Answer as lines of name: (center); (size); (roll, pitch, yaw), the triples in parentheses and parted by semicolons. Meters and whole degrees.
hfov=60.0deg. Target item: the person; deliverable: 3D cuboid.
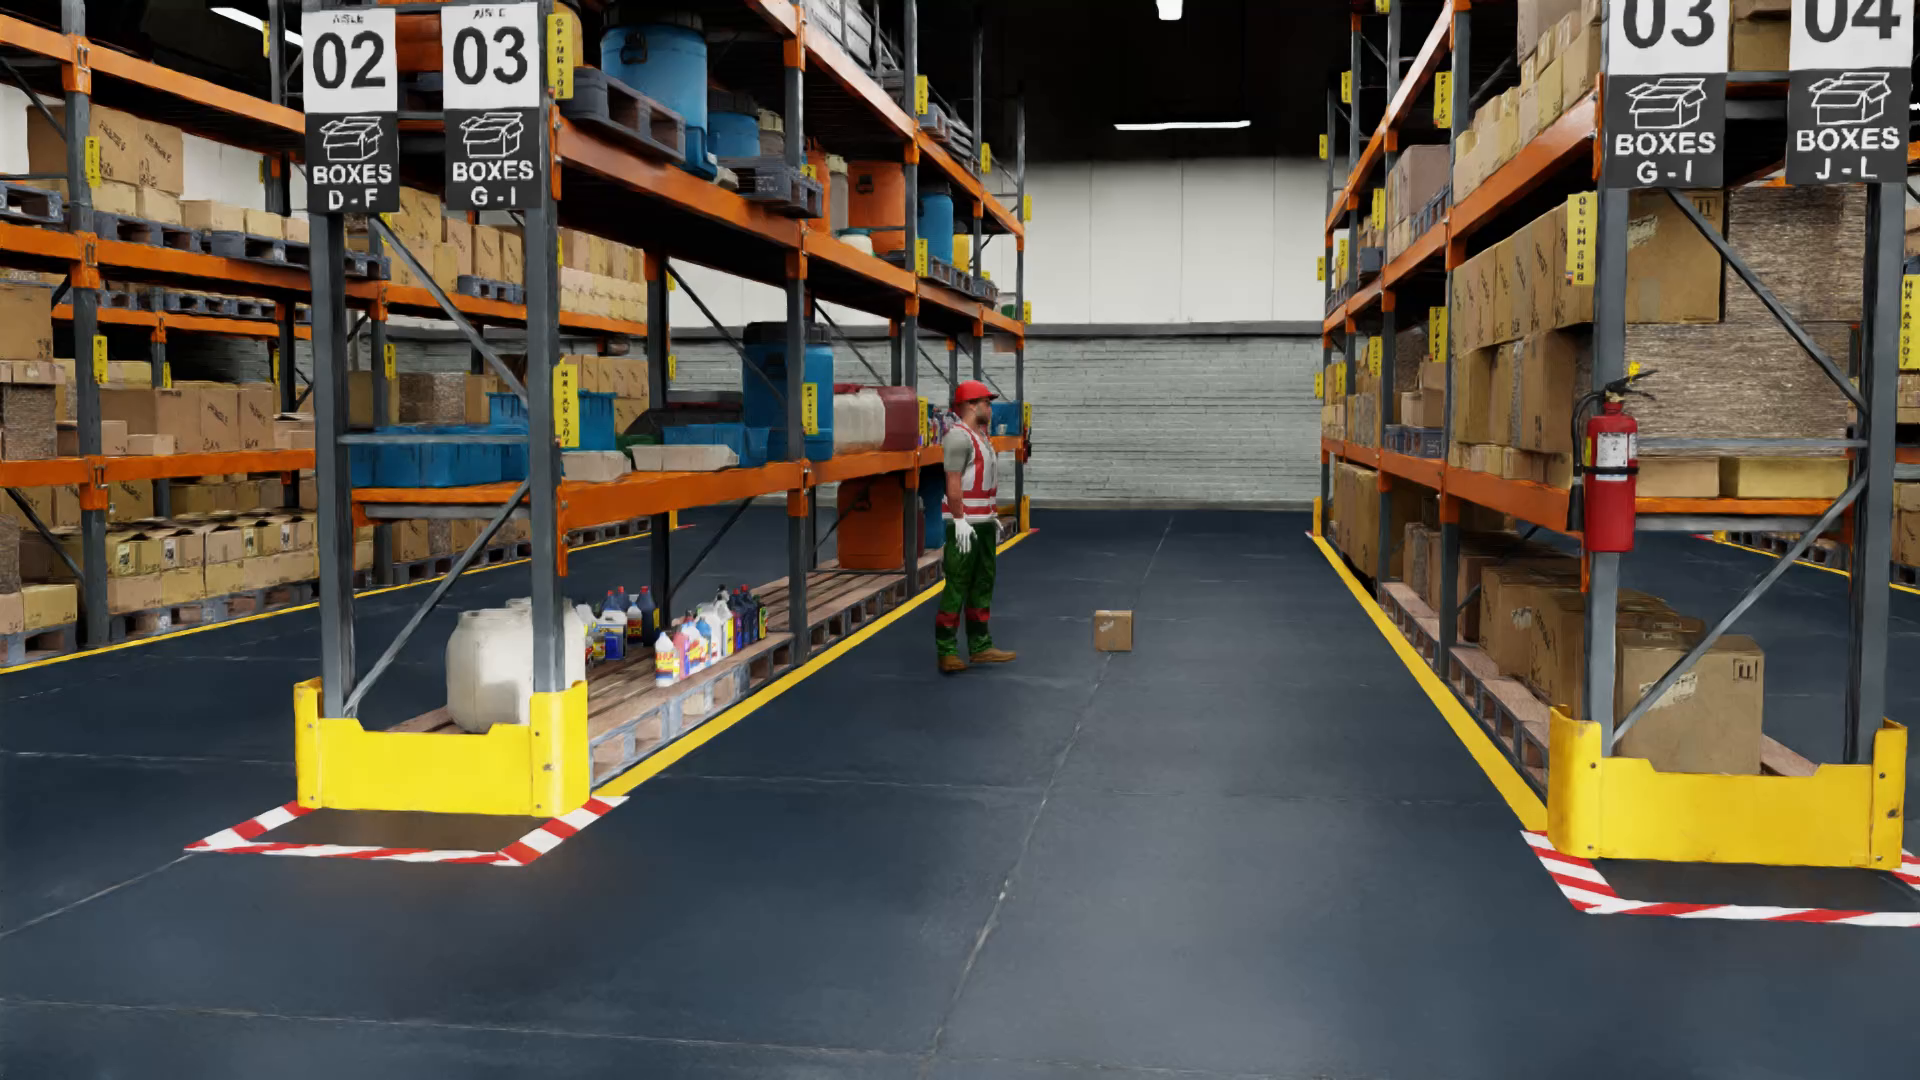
person: (0.094, -0.105, 10.415); (0.420, 1.792, 0.622); (2, 5, 23)
